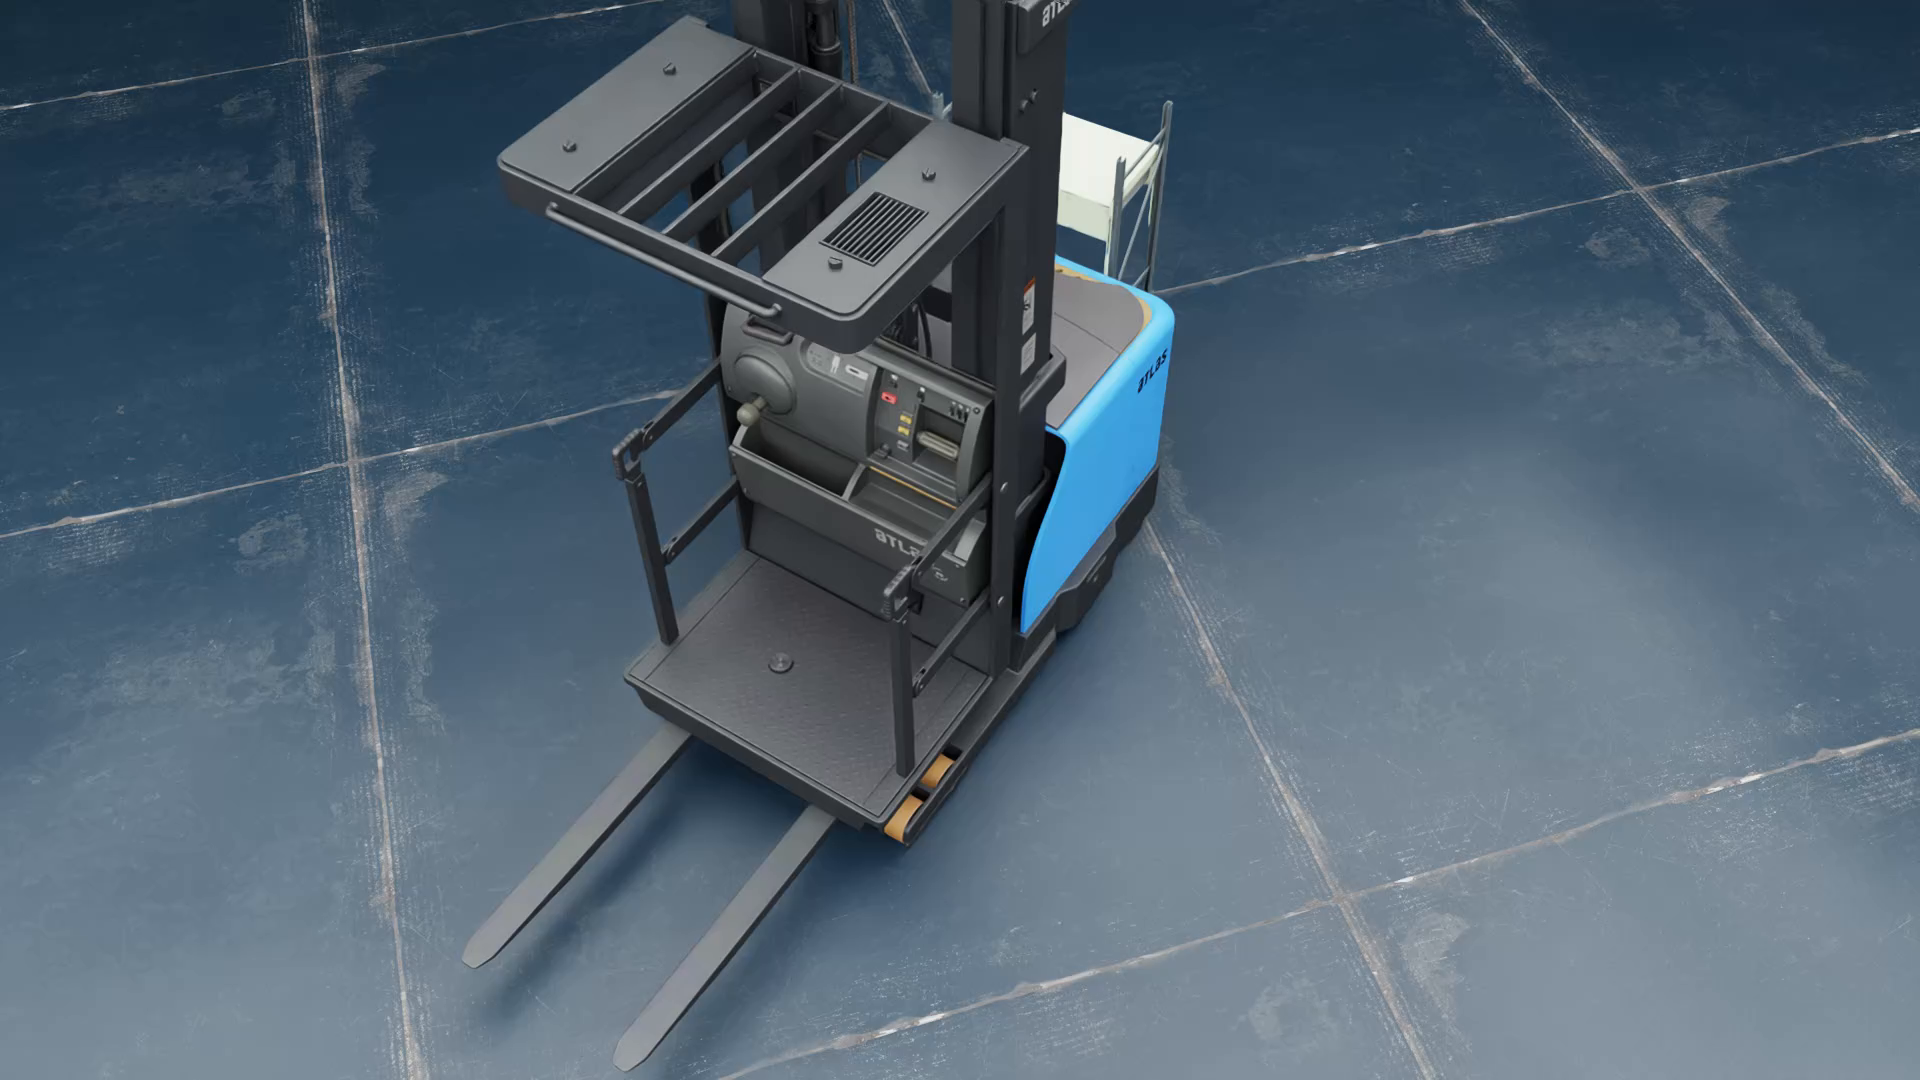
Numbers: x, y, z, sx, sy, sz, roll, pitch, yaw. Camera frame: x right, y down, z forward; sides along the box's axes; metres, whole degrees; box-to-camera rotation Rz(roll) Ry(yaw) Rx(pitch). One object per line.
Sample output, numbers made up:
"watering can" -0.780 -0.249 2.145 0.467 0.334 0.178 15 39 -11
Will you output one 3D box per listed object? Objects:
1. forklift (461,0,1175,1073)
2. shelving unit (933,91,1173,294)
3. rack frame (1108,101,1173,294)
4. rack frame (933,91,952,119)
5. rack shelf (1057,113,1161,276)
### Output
"forklift" -0.449 -0.335 4.905 1.130 2.935 3.031 26 55 20
"shelving unit" 0.329 -1.080 6.469 0.755 1.500 0.431 24 54 19
"rack frame" 0.644 -0.938 6.349 0.023 1.500 0.400 24 54 19
"rack frame" 0.013 -1.222 6.588 0.023 1.500 0.400 24 54 19
"rack shelf" 0.329 -1.332 6.171 0.720 0.370 0.431 24 54 19
